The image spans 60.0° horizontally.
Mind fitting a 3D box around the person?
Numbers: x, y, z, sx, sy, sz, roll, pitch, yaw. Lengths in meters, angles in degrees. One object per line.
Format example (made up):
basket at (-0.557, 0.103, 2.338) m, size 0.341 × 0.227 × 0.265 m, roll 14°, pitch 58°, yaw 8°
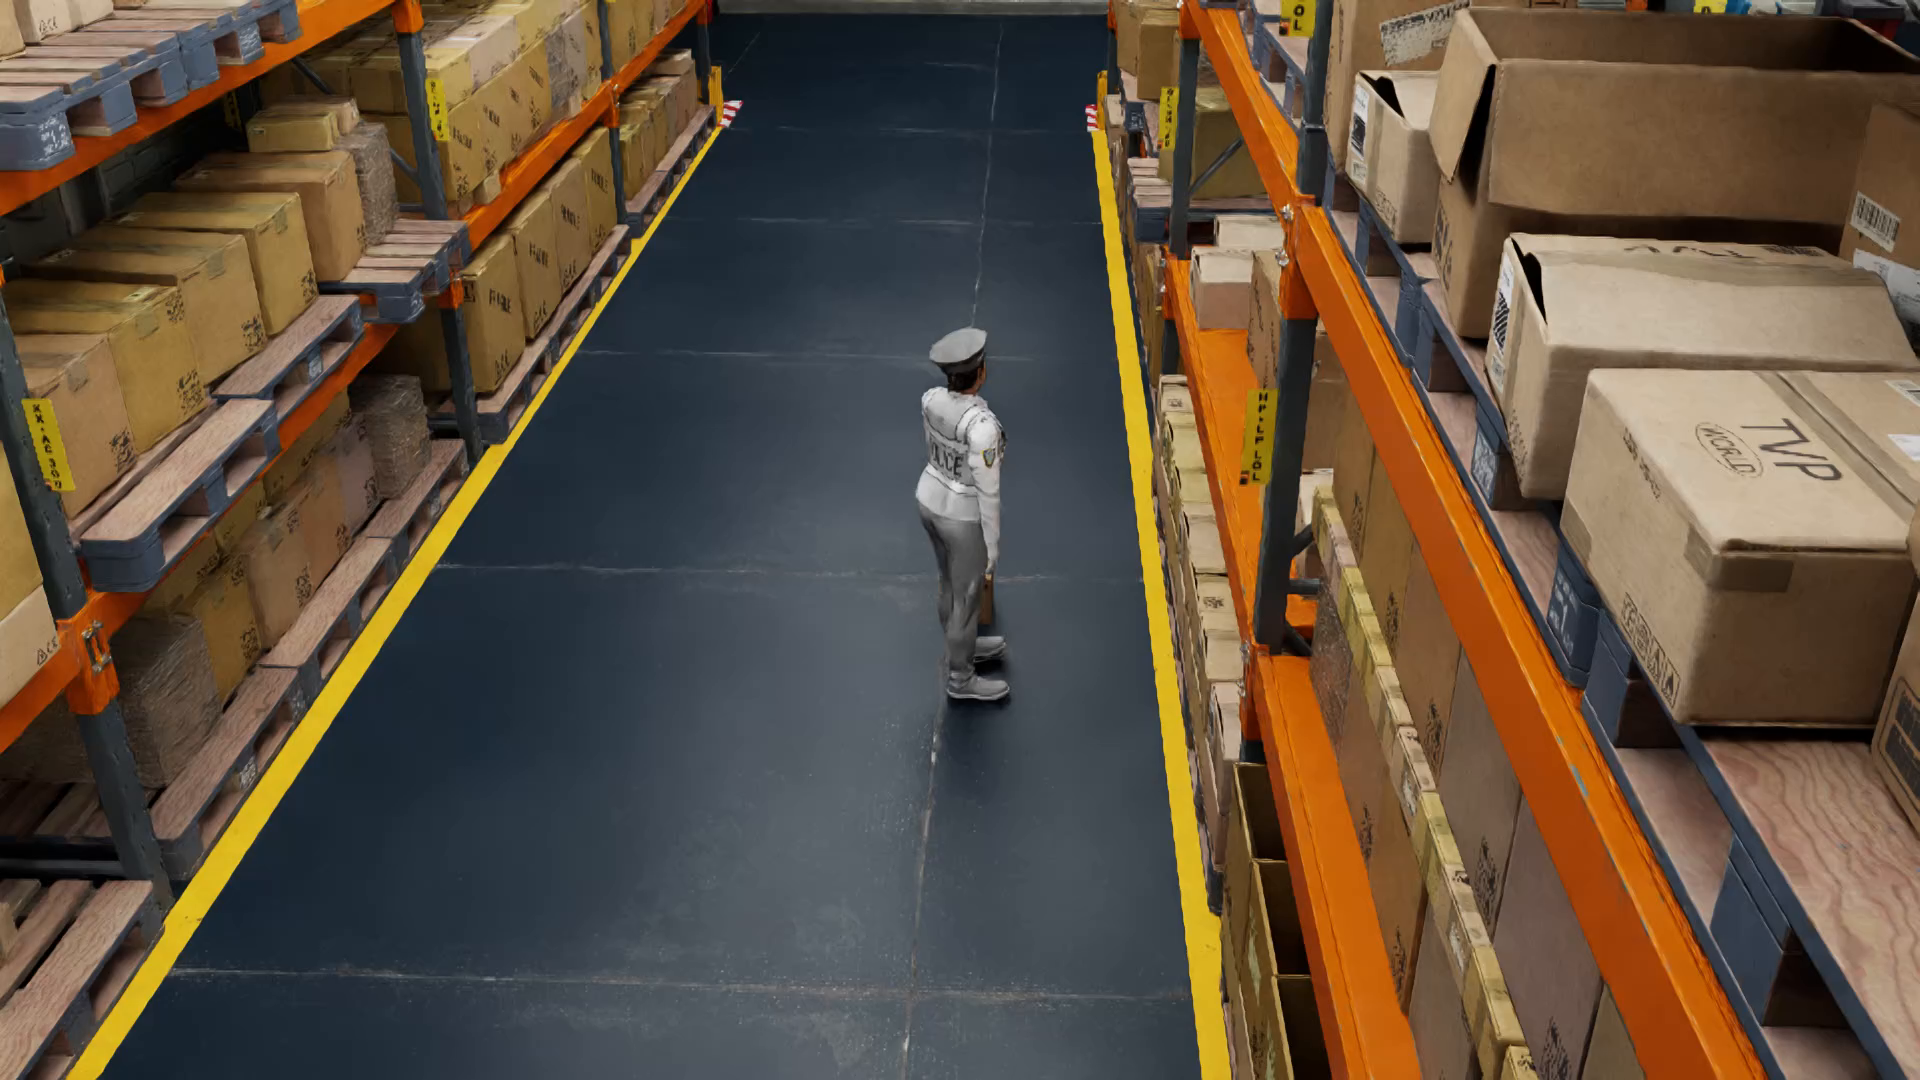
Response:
person at (0.071, -0.111, 7.270) m, size 0.470 × 1.685 × 0.532 m, roll -18°, pitch 33°, yaw -30°
